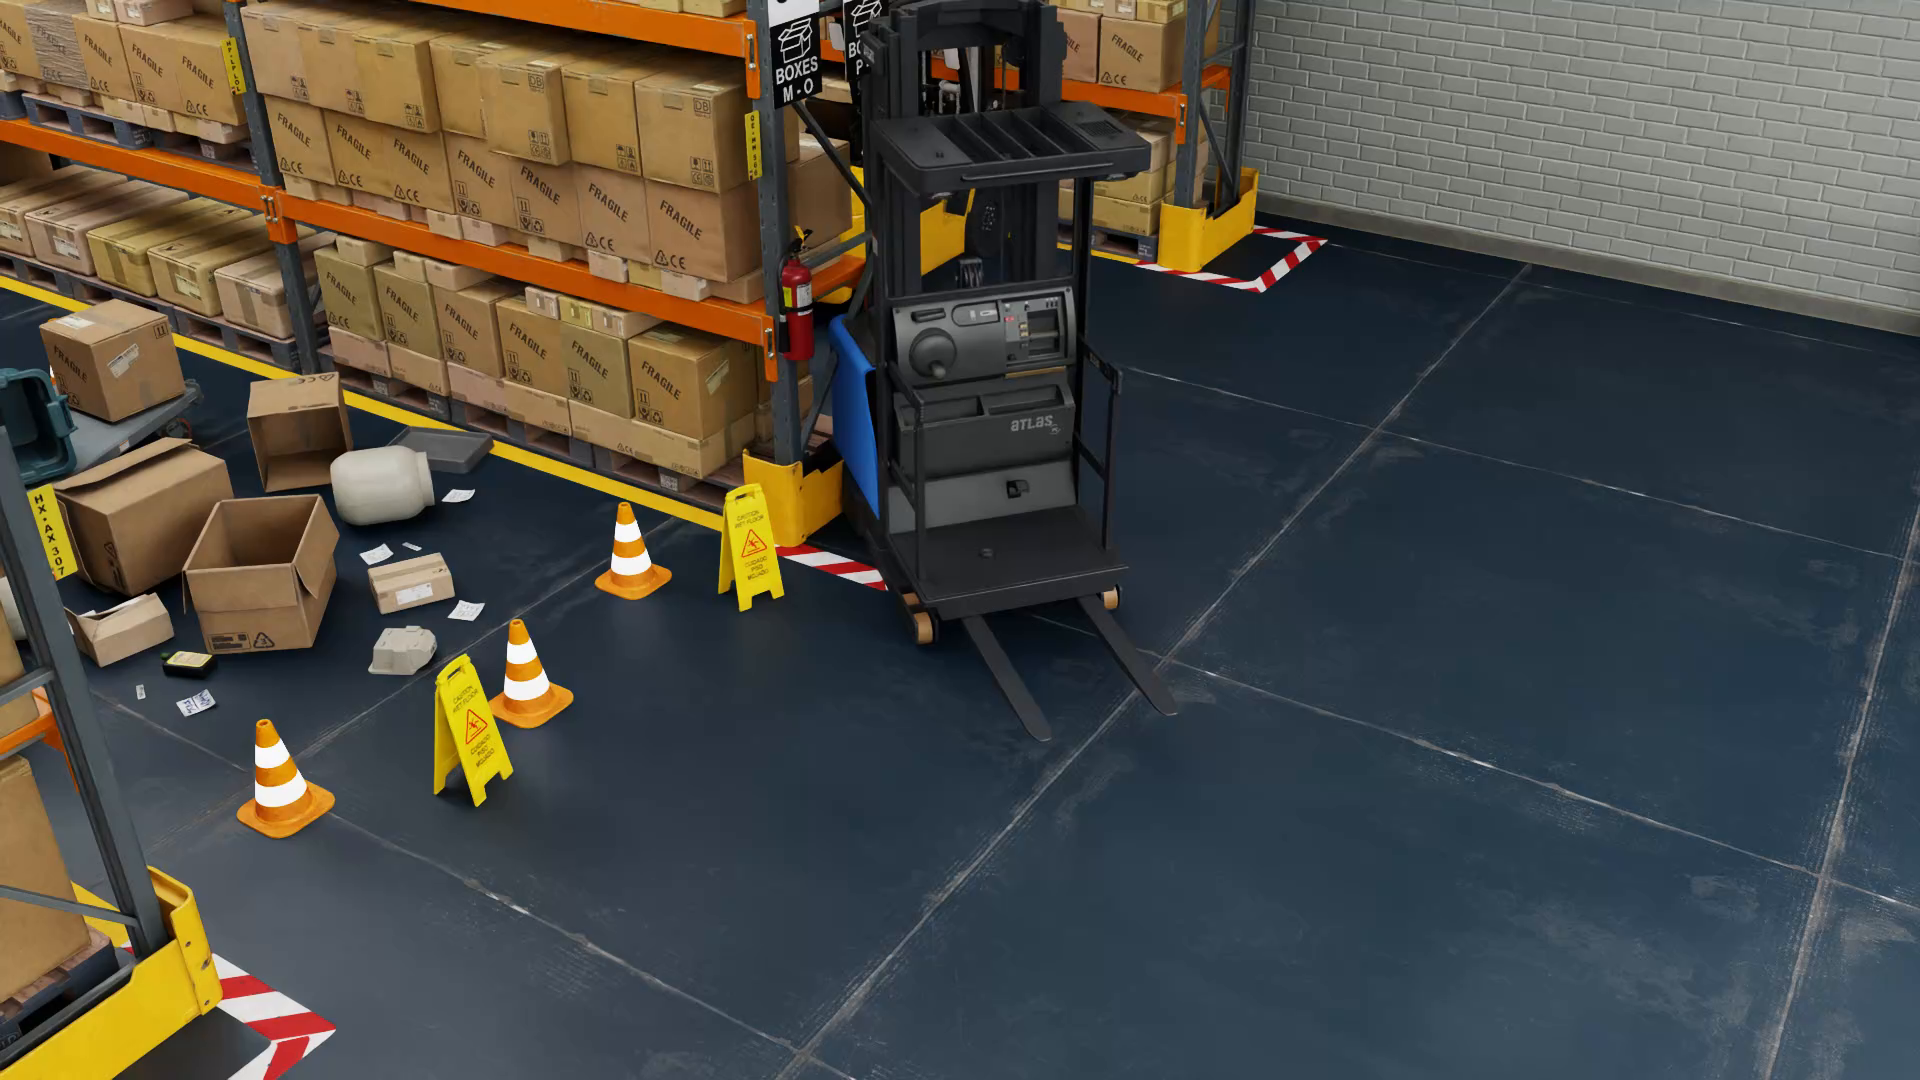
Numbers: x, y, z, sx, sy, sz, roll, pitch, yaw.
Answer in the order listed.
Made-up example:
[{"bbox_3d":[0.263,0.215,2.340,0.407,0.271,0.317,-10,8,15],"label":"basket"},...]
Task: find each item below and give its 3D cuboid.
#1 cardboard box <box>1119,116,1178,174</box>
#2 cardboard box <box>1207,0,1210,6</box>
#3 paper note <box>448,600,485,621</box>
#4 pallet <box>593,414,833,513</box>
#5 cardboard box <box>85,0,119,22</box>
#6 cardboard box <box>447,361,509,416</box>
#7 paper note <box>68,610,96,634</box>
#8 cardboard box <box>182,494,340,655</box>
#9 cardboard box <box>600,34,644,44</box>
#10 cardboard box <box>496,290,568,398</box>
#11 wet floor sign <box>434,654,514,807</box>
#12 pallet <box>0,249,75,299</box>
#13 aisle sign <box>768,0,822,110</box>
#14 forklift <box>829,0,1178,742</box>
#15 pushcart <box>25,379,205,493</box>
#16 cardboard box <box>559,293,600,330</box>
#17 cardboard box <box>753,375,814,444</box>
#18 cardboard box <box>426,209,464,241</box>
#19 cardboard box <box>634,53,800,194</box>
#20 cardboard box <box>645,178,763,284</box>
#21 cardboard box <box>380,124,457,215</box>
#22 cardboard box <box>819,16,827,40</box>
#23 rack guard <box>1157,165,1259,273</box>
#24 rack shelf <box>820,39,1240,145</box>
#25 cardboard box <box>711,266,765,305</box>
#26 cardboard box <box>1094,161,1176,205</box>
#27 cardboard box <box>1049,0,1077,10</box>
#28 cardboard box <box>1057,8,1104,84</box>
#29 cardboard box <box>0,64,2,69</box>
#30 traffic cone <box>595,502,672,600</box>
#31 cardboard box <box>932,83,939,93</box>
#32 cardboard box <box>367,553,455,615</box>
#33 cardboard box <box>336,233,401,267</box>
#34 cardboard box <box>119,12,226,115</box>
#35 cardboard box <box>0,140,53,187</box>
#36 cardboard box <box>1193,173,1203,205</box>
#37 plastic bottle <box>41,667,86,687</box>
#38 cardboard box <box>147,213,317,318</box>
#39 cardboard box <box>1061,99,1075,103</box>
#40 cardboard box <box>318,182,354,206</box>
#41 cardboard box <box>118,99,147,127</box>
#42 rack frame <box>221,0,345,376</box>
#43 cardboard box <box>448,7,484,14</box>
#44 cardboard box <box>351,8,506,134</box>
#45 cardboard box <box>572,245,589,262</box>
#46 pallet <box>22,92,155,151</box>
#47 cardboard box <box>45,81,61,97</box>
[{"bbox_3d":[1.387,-3.052,12.824,0.500,0.250,0.500,19,35,29],"label":"cardboard box"},{"bbox_3d":[1.793,-4.161,12.663,0.250,0.149,0.380,17,34,26],"label":"cardboard box"},{"bbox_3d":[-2.552,0.362,8.599,0.142,0.019,0.148,6,31,10],"label":"paper note"},{"bbox_3d":[-1.426,-0.565,10.010,1.213,0.211,1.003,18,35,27],"label":"pallet"},{"bbox_3d":[-5.427,-3.491,10.803,0.250,0.149,0.380,16,34,25],"label":"cardboard box"},{"bbox_3d":[-2.816,-1.029,10.350,0.500,0.250,0.500,17,34,27],"label":"cardboard box"},{"bbox_3d":[-4.504,0.420,8.507,0.172,0.023,0.155,-21,36,-32],"label":"paper note"},{"bbox_3d":[-3.526,0.172,8.457,0.637,0.503,0.797,-4,30,-7],"label":"cardboard box"},{"bbox_3d":[-3.184,-4.410,15.773,0.625,0.625,0.875,16,34,25],"label":"cardboard box"},{"bbox_3d":[-2.378,-1.214,9.922,0.500,0.500,0.500,17,34,26],"label":"cardboard box"},{"bbox_3d":[-2.162,0.803,7.234,0.232,0.644,0.267,12,32,19],"label":"wet floor sign"},{"bbox_3d":[-6.808,-2.245,12.889,1.213,0.211,1.003,18,35,27],"label":"pallet"},{"bbox_3d":[-0.795,-2.499,7.977,0.004,0.787,0.394,18,35,27],"label":"aisle sign"},{"bbox_3d":[0.194,-0.968,8.000,1.130,2.935,3.031,-9,32,-16],"label":"forklift"},{"bbox_3d":[-5.250,-0.469,9.680,0.936,0.377,1.648,6,31,10],"label":"pushcart"},{"bbox_3d":[-2.068,-1.356,9.522,0.250,0.149,0.380,18,35,28],"label":"cardboard box"},{"bbox_3d":[-1.229,-0.845,10.033,0.500,0.250,0.500,17,34,27],"label":"cardboard box"},{"bbox_3d":[-2.906,-1.912,9.800,0.250,0.149,0.380,18,35,28],"label":"cardboard box"},{"bbox_3d":[-1.242,-2.164,8.596,0.500,0.500,0.700,17,34,26],"label":"cardboard box"},{"bbox_3d":[-1.299,-1.716,8.821,0.500,0.500,0.500,17,34,26],"label":"cardboard box"},{"bbox_3d":[-3.000,-2.258,9.750,0.500,0.500,0.500,17,34,27],"label":"cardboard box"},{"bbox_3d":[-1.208,-4.521,13.923,0.500,0.500,0.500,17,34,26],"label":"cardboard box"},{"bbox_3d":[1.963,-2.550,13.125,0.348,0.500,1.175,18,35,27],"label":"rack guard"},{"bbox_3d":[0.249,-3.861,13.606,4.000,0.370,1.077,18,35,27],"label":"rack shelf"},{"bbox_3d":[-1.123,-1.417,8.952,0.250,0.149,0.380,19,35,29],"label":"cardboard box"},{"bbox_3d":[1.364,-2.843,12.962,0.500,0.250,0.500,17,34,27],"label":"cardboard box"},{"bbox_3d":[0.877,-4.155,12.653,0.250,0.149,0.380,17,34,27],"label":"cardboard box"},{"bbox_3d":[0.952,-3.842,12.760,0.500,0.500,0.500,19,35,29],"label":"cardboard box"},{"bbox_3d":[-6.765,-3.657,11.731,0.500,0.500,0.500,20,35,30],"label":"cardboard box"},{"bbox_3d":[-1.743,0.014,8.766,0.334,0.463,0.336,18,35,27],"label":"traffic cone"},{"bbox_3d":[-0.347,-3.600,13.764,0.500,0.250,0.500,19,35,29],"label":"cardboard box"},{"bbox_3d":[-2.876,0.226,8.715,0.380,0.149,0.250,-15,33,-24],"label":"cardboard box"},{"bbox_3d":[-3.651,-1.854,10.375,0.250,0.149,0.380,18,35,28],"label":"cardboard box"},{"bbox_3d":[-5.015,-3.099,10.775,0.500,0.500,0.500,18,35,28],"label":"cardboard box"},{"bbox_3d":[-8.009,-3.144,13.354,0.875,0.875,0.875,17,34,27],"label":"cardboard box"},{"bbox_3d":[1.631,-2.845,13.462,0.500,0.250,0.500,18,35,28],"label":"cardboard box"},{"bbox_3d":[-4.345,0.696,7.997,0.133,0.061,0.283,6,31,10],"label":"plastic bottle"},{"bbox_3d":[-5.137,-1.965,11.833,0.625,0.372,0.950,20,36,30],"label":"cardboard box"},{"bbox_3d":[0.793,-3.542,13.665,0.500,0.250,0.500,17,34,27],"label":"cardboard box"},{"bbox_3d":[-3.743,-2.213,10.316,0.250,0.149,0.380,19,35,29],"label":"cardboard box"},{"bbox_3d":[-5.332,-2.880,11.042,0.250,0.149,0.380,18,35,28],"label":"cardboard box"},{"bbox_3d":[-4.081,-2.588,10.710,0.127,3.000,1.000,18,35,27],"label":"rack frame"},{"bbox_3d":[-5.109,-5.434,17.008,0.250,0.149,0.380,20,35,30],"label":"cardboard box"},{"bbox_3d":[-2.991,-2.689,9.496,0.500,0.500,0.700,17,34,26],"label":"cardboard box"},{"bbox_3d":[-1.979,-1.700,9.437,0.250,0.149,0.380,18,35,28],"label":"cardboard box"},{"bbox_3d":[-5.770,-3.064,11.716,1.213,0.211,1.003,18,35,27],"label":"pallet"},{"bbox_3d":[-6.136,-3.210,11.609,0.250,0.149,0.380,19,35,29],"label":"cardboard box"}]
